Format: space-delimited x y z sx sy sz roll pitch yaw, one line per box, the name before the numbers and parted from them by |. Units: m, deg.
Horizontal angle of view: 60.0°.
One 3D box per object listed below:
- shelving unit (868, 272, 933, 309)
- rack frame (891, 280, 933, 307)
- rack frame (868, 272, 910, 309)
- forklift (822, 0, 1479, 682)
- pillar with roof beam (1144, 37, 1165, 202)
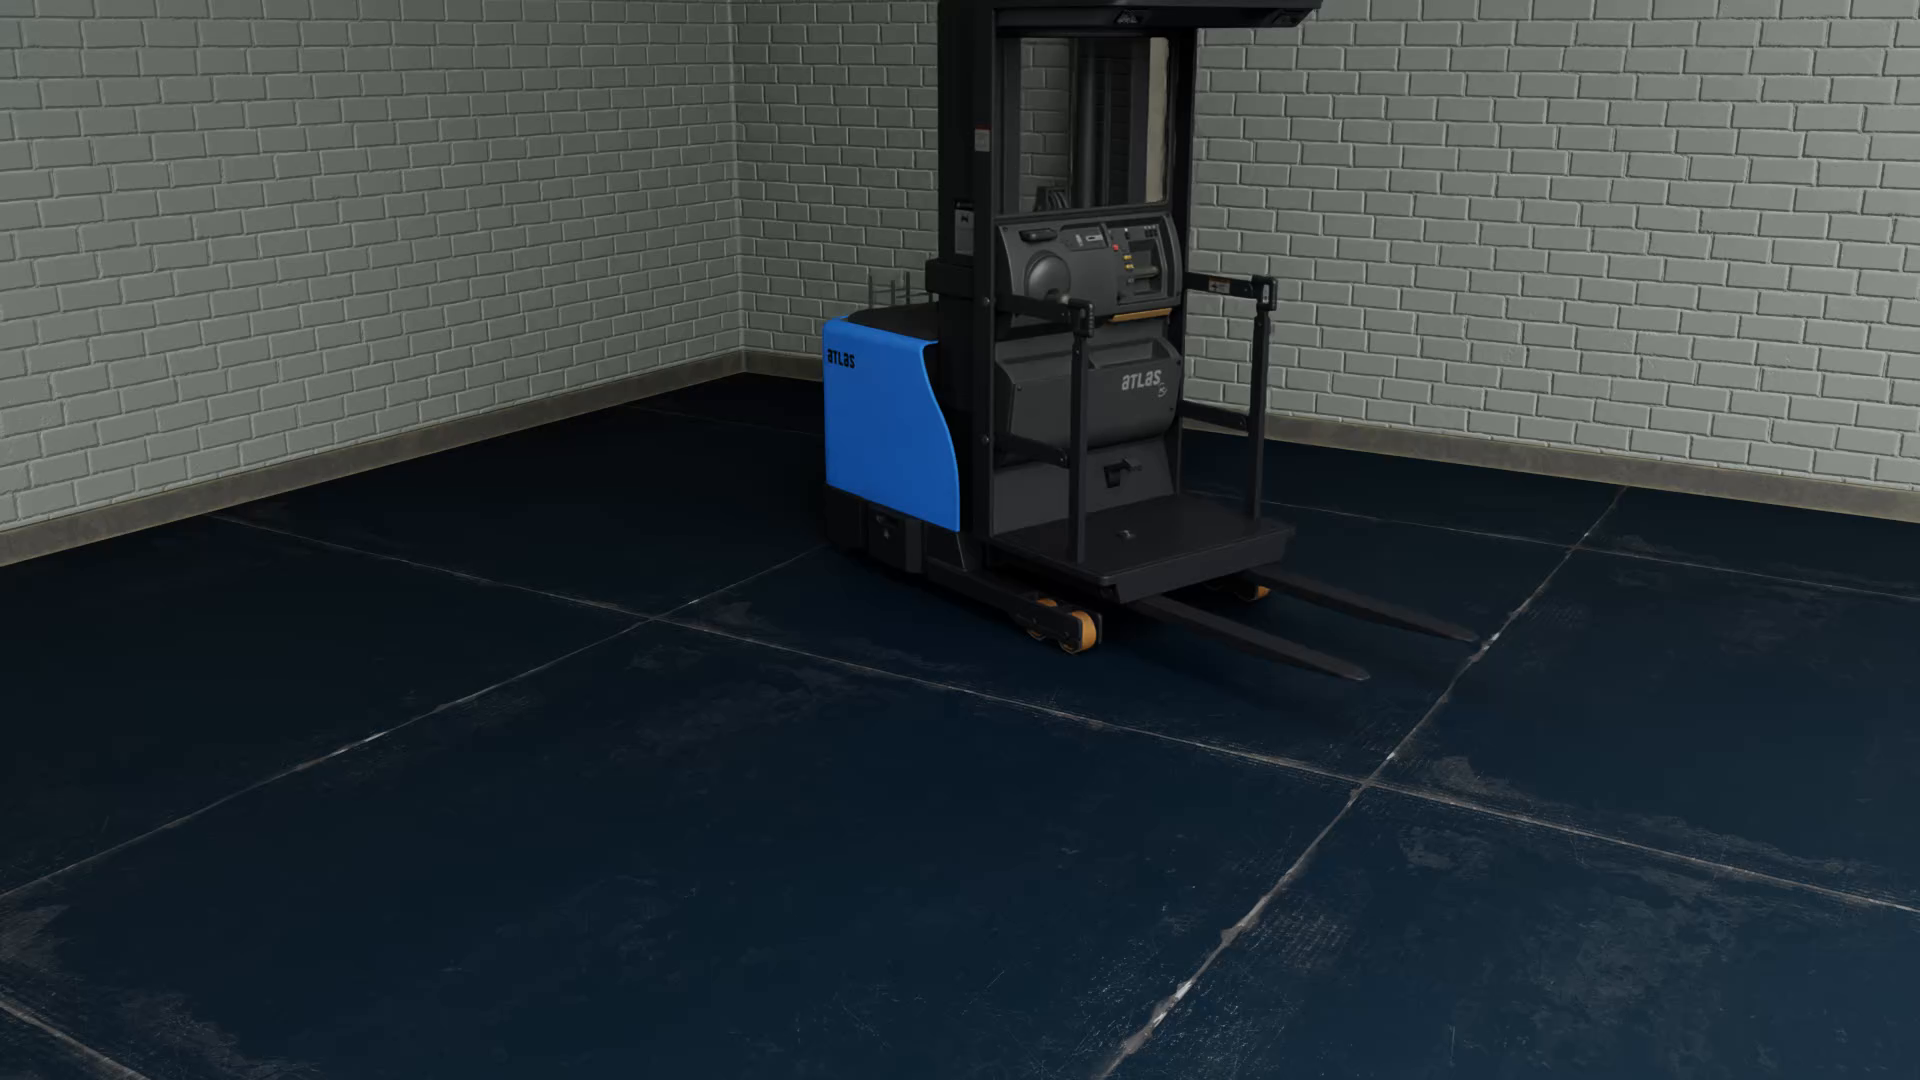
shelving unit | -0.281 -0.677 8.045 0.258 1.200 0.189 -13 21 -36
rack frame | -0.225 -0.656 7.976 0.240 1.200 0.006 -13 21 -36
rack frame | -0.338 -0.698 8.114 0.240 1.200 0.006 -13 21 -36
forklift | 0.668 -1.125 6.542 1.130 2.935 3.031 -13 21 -36
pillar with roof beam | -1.318 -3.953 5.413 0.400 9.000 9.100 10 20 30
